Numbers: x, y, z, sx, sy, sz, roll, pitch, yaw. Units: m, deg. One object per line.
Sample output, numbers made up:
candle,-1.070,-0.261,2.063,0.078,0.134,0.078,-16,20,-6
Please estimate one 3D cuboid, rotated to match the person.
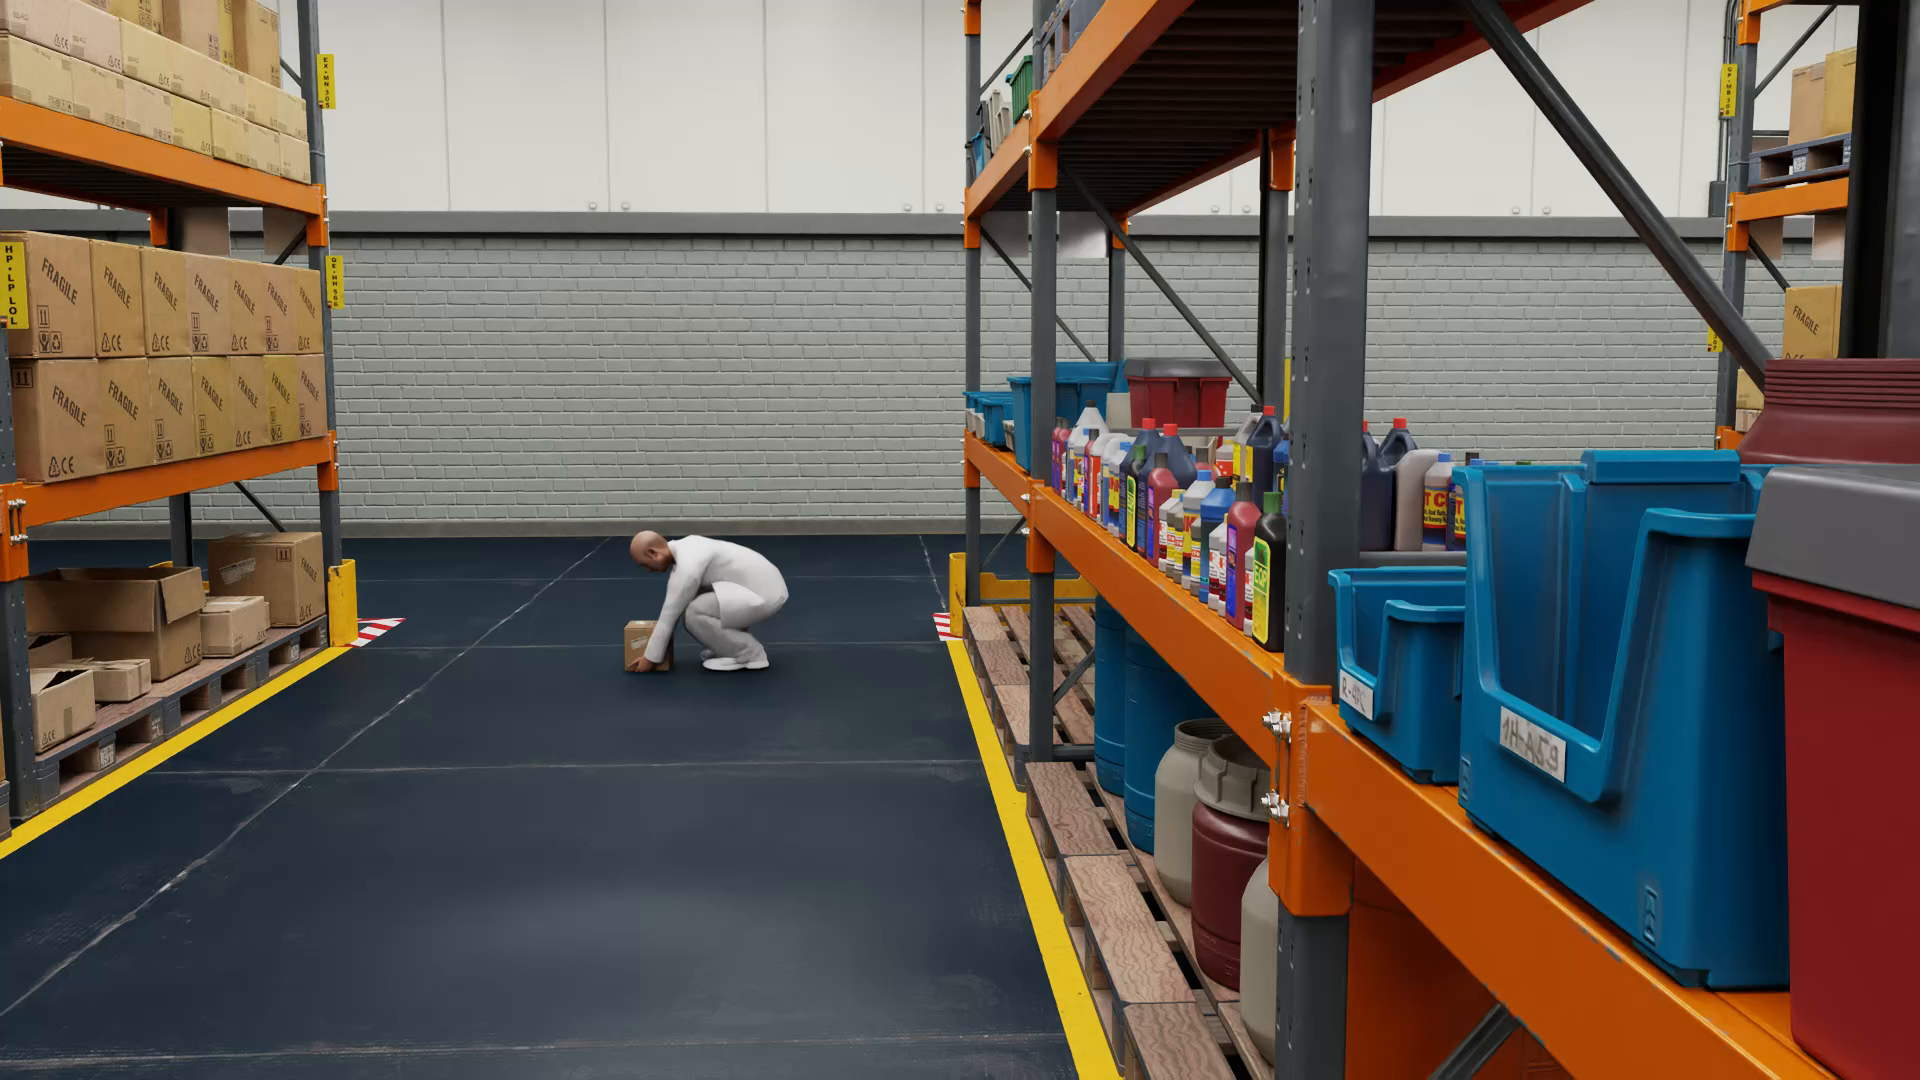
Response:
person,-1.452,0.400,9.630,0.917,0.857,0.580,-1,7,-4
